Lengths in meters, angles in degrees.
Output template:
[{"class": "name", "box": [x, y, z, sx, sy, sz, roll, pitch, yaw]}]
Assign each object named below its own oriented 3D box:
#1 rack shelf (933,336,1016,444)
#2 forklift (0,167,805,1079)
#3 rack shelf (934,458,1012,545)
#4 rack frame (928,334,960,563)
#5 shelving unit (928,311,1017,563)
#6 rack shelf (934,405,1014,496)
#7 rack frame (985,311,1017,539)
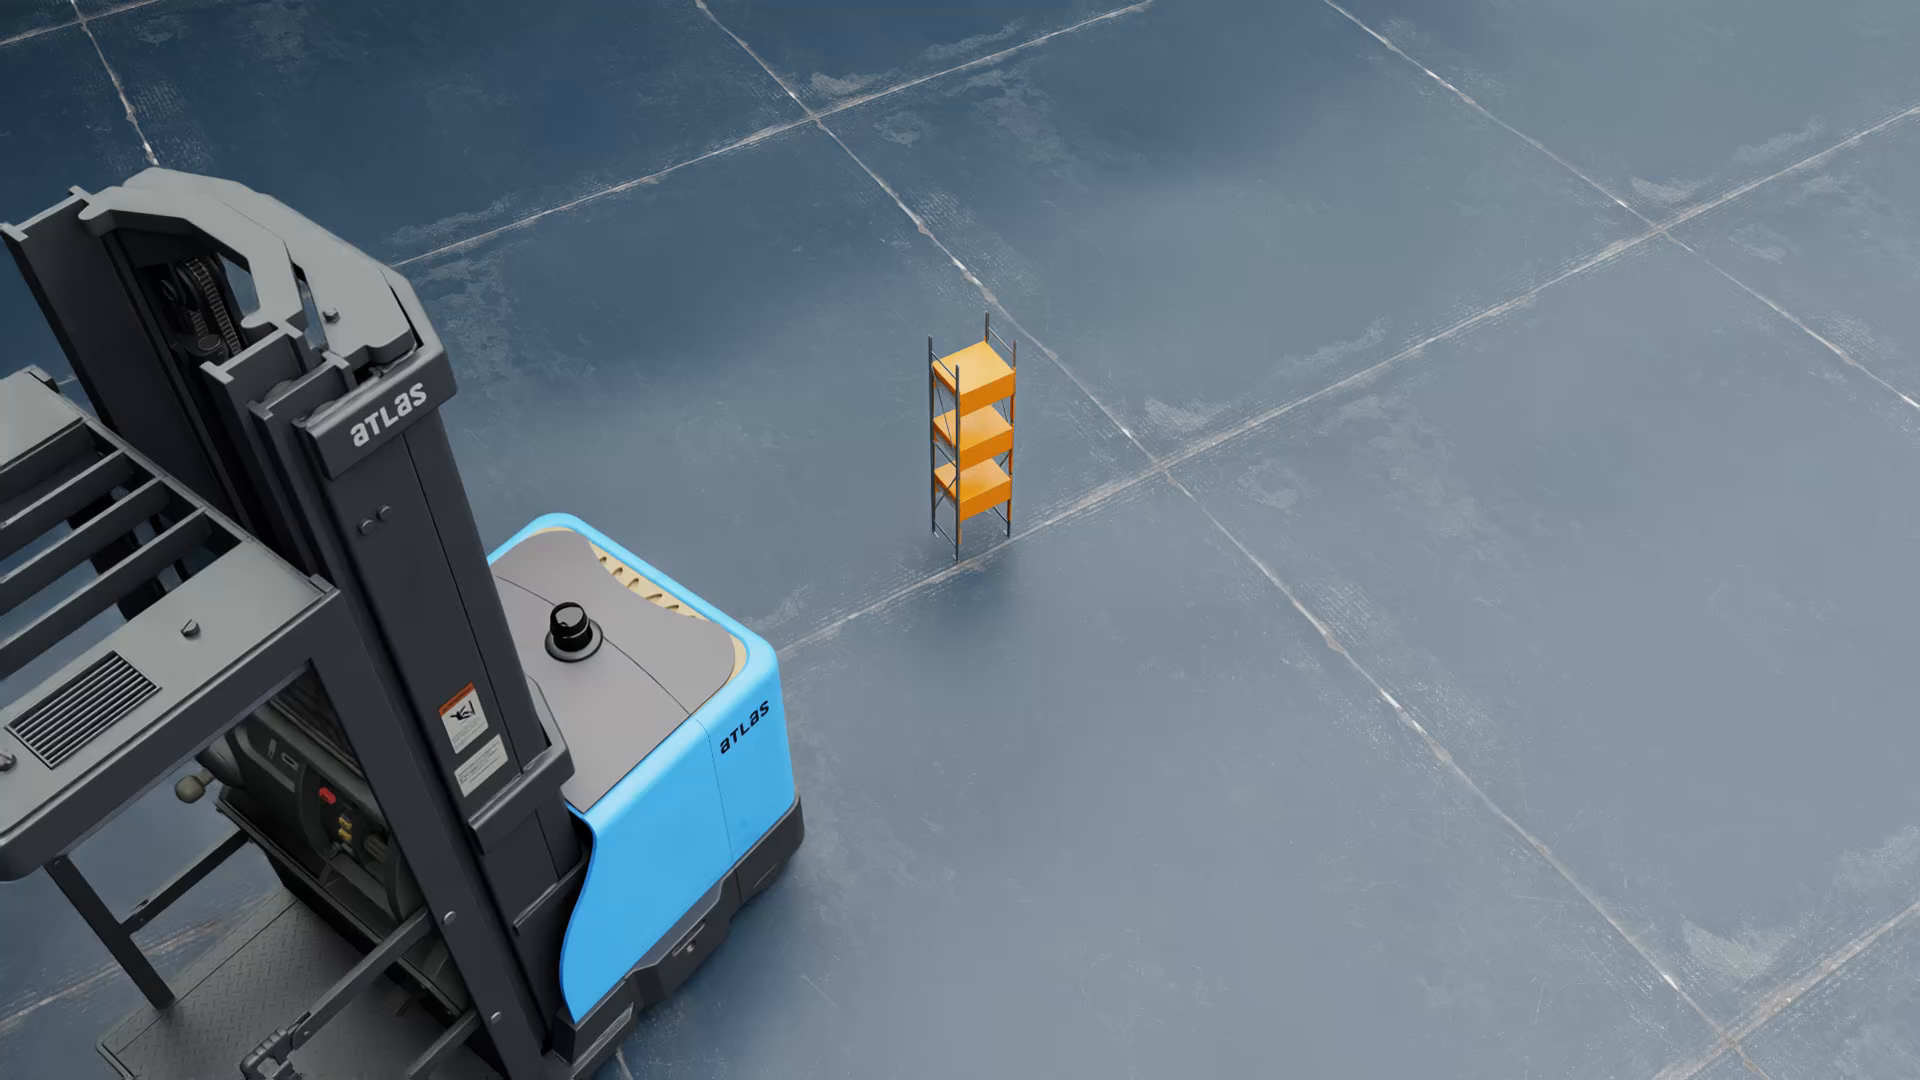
[{"class": "rack shelf", "box": [0.045, -0.552, 6.118, 0.240, 0.259, 0.215, -25, 53, -21]}, {"class": "forklift", "box": [-1.835, 0.715, 4.096, 1.130, 2.935, 3.031, 30, 55, 24]}, {"class": "rack shelf", "box": [0.045, -0.179, 6.538, 0.240, 0.259, 0.215, -25, 53, -21]}, {"class": "rack frame", "box": [-0.058, -0.322, 6.279, 0.008, 1.050, 0.200, -25, 53, -21]}, {"class": "shelving unit", "box": [0.045, -0.370, 6.322, 0.252, 1.050, 0.215, -25, 53, -21]}, {"class": "rack shelf", "box": [0.045, -0.363, 6.330, 0.240, 0.259, 0.215, -25, 53, -21]}, {"class": "rack frame", "box": [0.148, -0.419, 6.366, 0.008, 1.050, 0.200, -25, 53, -21]}]
